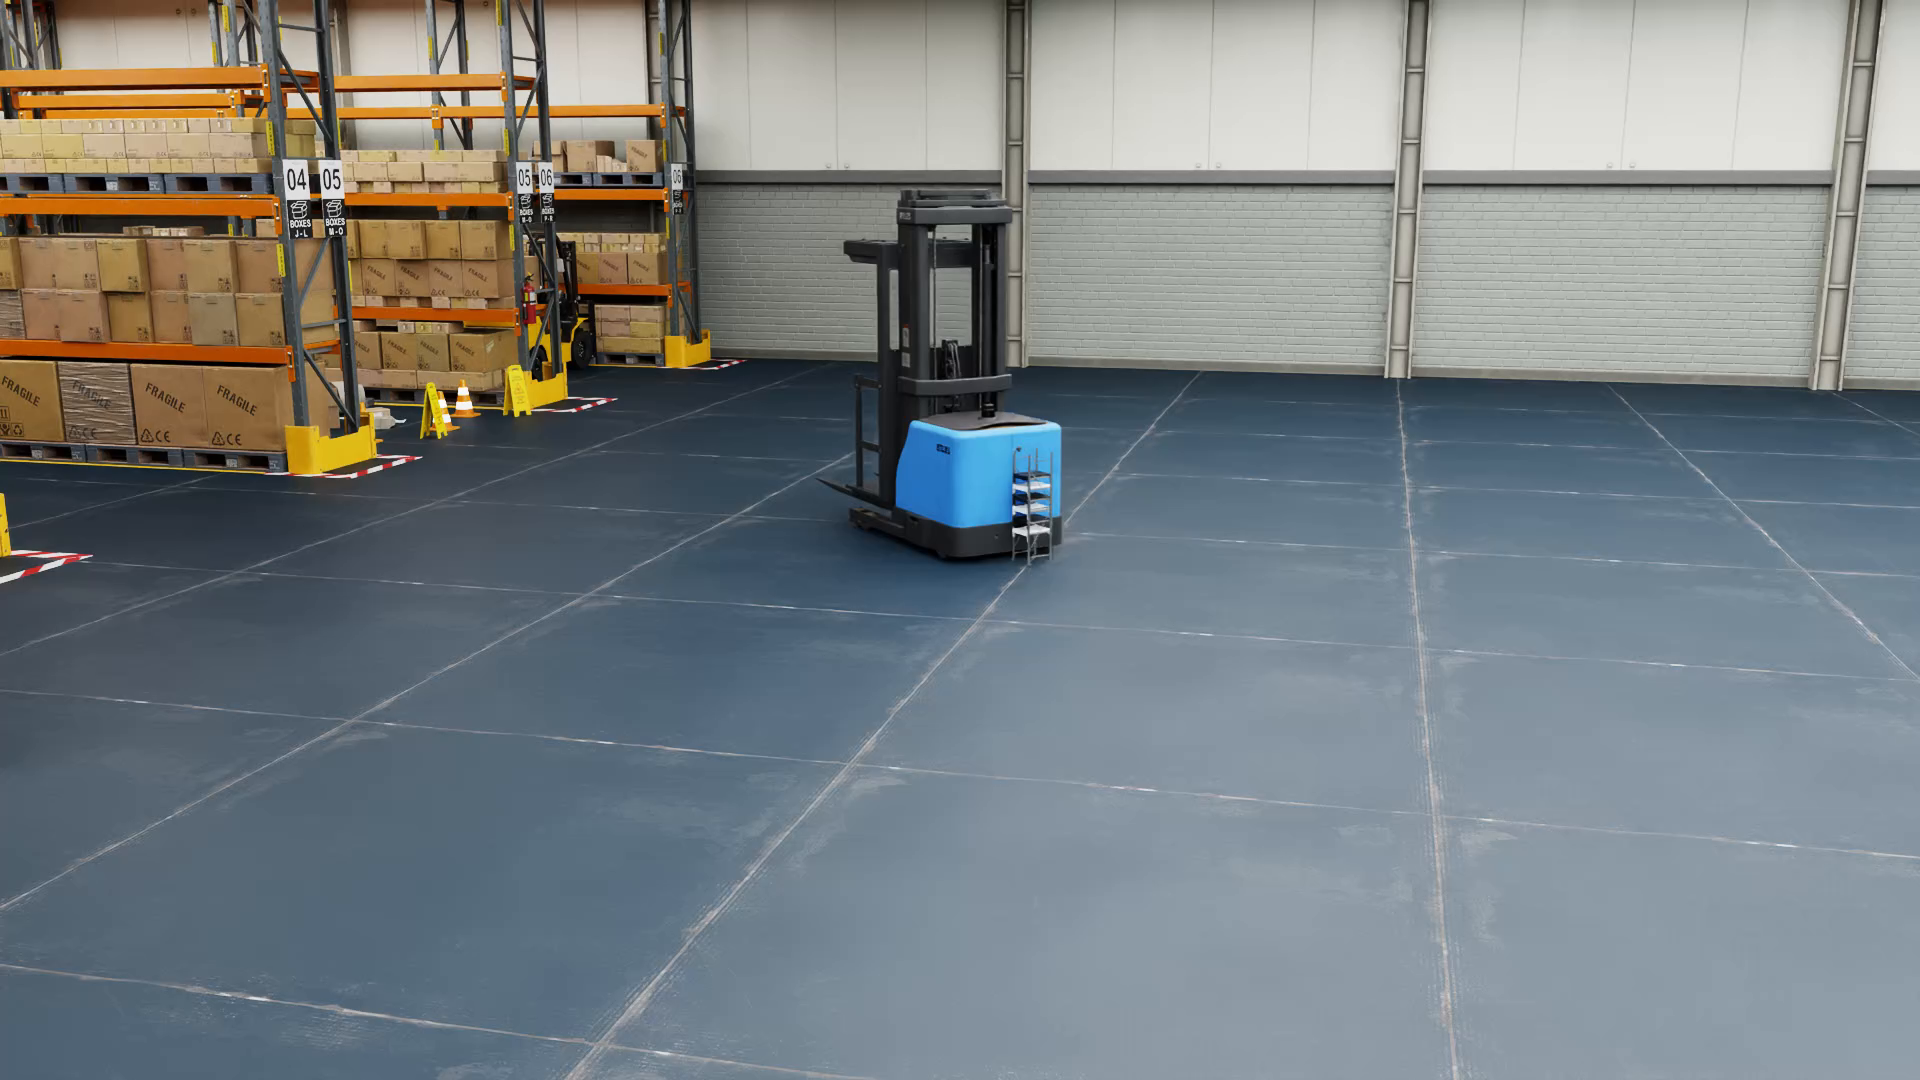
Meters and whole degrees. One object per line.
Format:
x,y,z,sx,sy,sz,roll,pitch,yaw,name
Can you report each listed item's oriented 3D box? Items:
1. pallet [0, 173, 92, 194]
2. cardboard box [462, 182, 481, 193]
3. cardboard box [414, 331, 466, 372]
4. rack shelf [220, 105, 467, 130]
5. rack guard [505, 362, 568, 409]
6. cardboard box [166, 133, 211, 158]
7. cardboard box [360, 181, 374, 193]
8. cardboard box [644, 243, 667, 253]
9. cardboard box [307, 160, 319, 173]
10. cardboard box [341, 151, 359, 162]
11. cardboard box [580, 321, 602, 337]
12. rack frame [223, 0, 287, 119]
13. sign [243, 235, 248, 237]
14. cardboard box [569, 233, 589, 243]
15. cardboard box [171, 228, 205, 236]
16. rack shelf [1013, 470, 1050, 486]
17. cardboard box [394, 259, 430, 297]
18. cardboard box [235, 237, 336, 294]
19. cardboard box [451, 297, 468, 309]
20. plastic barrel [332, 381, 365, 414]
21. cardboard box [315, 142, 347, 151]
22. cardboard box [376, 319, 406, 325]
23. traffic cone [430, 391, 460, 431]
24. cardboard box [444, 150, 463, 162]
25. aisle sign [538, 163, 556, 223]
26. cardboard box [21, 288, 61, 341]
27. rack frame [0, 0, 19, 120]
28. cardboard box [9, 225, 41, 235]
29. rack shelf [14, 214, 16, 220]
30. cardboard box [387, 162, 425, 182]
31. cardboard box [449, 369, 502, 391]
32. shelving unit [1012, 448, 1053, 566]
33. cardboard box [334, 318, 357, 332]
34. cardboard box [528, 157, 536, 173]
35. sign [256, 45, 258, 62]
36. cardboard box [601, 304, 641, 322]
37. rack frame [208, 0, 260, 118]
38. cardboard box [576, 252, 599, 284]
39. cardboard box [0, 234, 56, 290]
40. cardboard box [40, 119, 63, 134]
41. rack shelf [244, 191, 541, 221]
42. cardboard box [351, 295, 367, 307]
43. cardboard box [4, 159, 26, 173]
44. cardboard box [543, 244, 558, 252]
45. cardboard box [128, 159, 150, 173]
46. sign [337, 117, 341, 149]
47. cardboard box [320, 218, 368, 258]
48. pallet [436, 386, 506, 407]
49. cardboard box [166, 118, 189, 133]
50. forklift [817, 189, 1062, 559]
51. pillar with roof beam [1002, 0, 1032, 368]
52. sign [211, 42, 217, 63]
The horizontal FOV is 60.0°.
-9.844,-3.858,17.976,1.213,0.211,1.003,3,13,14,pallet
-6.328,-4.627,21.820,0.250,0.149,0.380,3,13,14,cardboard box
-7.013,-2.562,22.503,0.500,0.500,0.500,4,13,16,cardboard box
-10.304,-7.058,27.853,4.000,0.370,1.077,3,13,14,rack shelf
-5.739,-2.104,22.561,0.348,0.500,1.175,3,13,14,rack guard
-7.780,-4.057,17.127,0.500,0.250,0.500,3,13,14,cardboard box
-7.805,-4.721,22.243,0.250,0.149,0.380,3,13,14,cardboard box
-4.883,-4.689,26.712,0.250,0.149,0.380,3,13,14,cardboard box
-7.009,-3.955,17.587,0.250,0.149,0.380,3,13,14,cardboard box
-8.043,-5.118,22.188,0.250,0.149,0.380,3,13,13,cardboard box
-6.017,-3.481,27.222,0.500,0.250,0.500,3,13,12,cardboard box
-9.548,-6.456,22.558,0.127,3.000,1.000,3,13,14,rack frame
-9.678,-3.976,22.556,0.005,0.325,0.100,3,13,14,sign
-6.141,-4.894,26.952,0.250,0.149,0.380,3,13,15,cardboard box
-10.723,-4.253,23.092,0.250,0.149,0.380,3,13,12,cardboard box
0.583,-0.498,13.307,0.258,0.077,0.200,-8,15,-33,rack shelf
-7.228,-3.538,22.337,0.500,0.500,0.500,3,13,13,cardboard box
-7.104,-2.902,17.547,0.550,0.550,0.875,3,13,14,cardboard box
-6.596,-3.179,22.219,0.250,0.149,0.380,3,13,13,cardboard box
-8.033,-1.851,21.600,0.512,0.421,0.421,-9,15,-35,plastic barrel
-10.613,-6.405,27.819,0.500,0.500,0.500,3,13,15,cardboard box
-9.624,-3.684,28.426,0.625,0.625,0.875,3,13,13,cardboard box
-6.327,-1.581,20.293,0.334,0.463,0.336,3,13,14,traffic cone
-6.557,-5.037,21.827,0.250,0.149,0.380,3,13,13,cardboard box
-5.530,-4.651,22.270,0.004,0.787,0.394,3,13,14,aisle sign
-9.736,-2.514,18.294,0.550,0.550,0.875,3,13,14,cardboard box
-10.636,-5.410,17.843,0.127,3.000,1.000,3,13,14,rack frame
-13.852,-4.349,24.372,0.500,0.500,0.500,3,13,12,cardboard box
-12.578,-3.698,18.714,4.000,0.370,1.077,3,13,14,rack shelf
-7.219,-4.879,22.032,0.500,0.250,0.500,3,13,15,cardboard box
-6.537,-2.169,22.464,0.500,0.250,0.500,3,13,13,cardboard box
0.583,-0.267,13.359,0.258,0.900,0.210,-8,15,-33,shelving unit
-8.434,-2.940,22.710,0.250,0.149,0.380,4,13,16,cardboard box
-6.994,-6.083,26.912,0.258,0.266,0.396,3,13,12,cardboard box
-12.117,-8.358,28.608,0.005,0.325,0.100,3,13,14,sign
-5.498,-3.698,27.048,0.500,0.250,0.500,3,13,15,cardboard box
-12.246,-7.708,28.199,0.127,3.000,1.000,3,13,14,rack frame
-6.019,-4.438,27.083,0.500,0.500,0.500,3,13,12,cardboard box
-10.286,-3.055,18.241,0.550,0.550,0.875,3,13,14,cardboard box
-9.374,-4.323,17.408,0.250,0.149,0.380,3,13,14,cardboard box
-7.607,-4.537,22.493,4.000,0.370,1.077,3,13,14,rack shelf
-8.080,-3.253,22.549,0.250,0.149,0.380,3,13,14,cardboard box
-9.870,-3.960,17.613,0.250,0.149,0.380,3,13,13,cardboard box
-6.620,-4.781,27.128,0.250,0.149,0.380,3,13,12,cardboard box
-8.390,-3.881,17.257,0.250,0.149,0.380,3,13,14,cardboard box
-6.614,-4.320,17.654,0.005,0.325,0.100,3,13,14,sign
-8.201,-4.078,22.465,0.500,0.500,0.700,3,13,12,cardboard box
-6.519,-2.012,22.816,1.213,0.211,1.003,3,13,14,pallet
-7.904,-4.244,17.053,0.250,0.149,0.380,3,13,14,cardboard box
-0.324,-1.554,14.472,1.130,2.935,3.031,-7,14,-29,forklift
-0.145,-6.302,21.862,0.400,9.000,9.100,3,13,14,pillar with roof beam
-12.367,-8.088,27.573,0.005,0.325,0.100,3,13,14,sign
